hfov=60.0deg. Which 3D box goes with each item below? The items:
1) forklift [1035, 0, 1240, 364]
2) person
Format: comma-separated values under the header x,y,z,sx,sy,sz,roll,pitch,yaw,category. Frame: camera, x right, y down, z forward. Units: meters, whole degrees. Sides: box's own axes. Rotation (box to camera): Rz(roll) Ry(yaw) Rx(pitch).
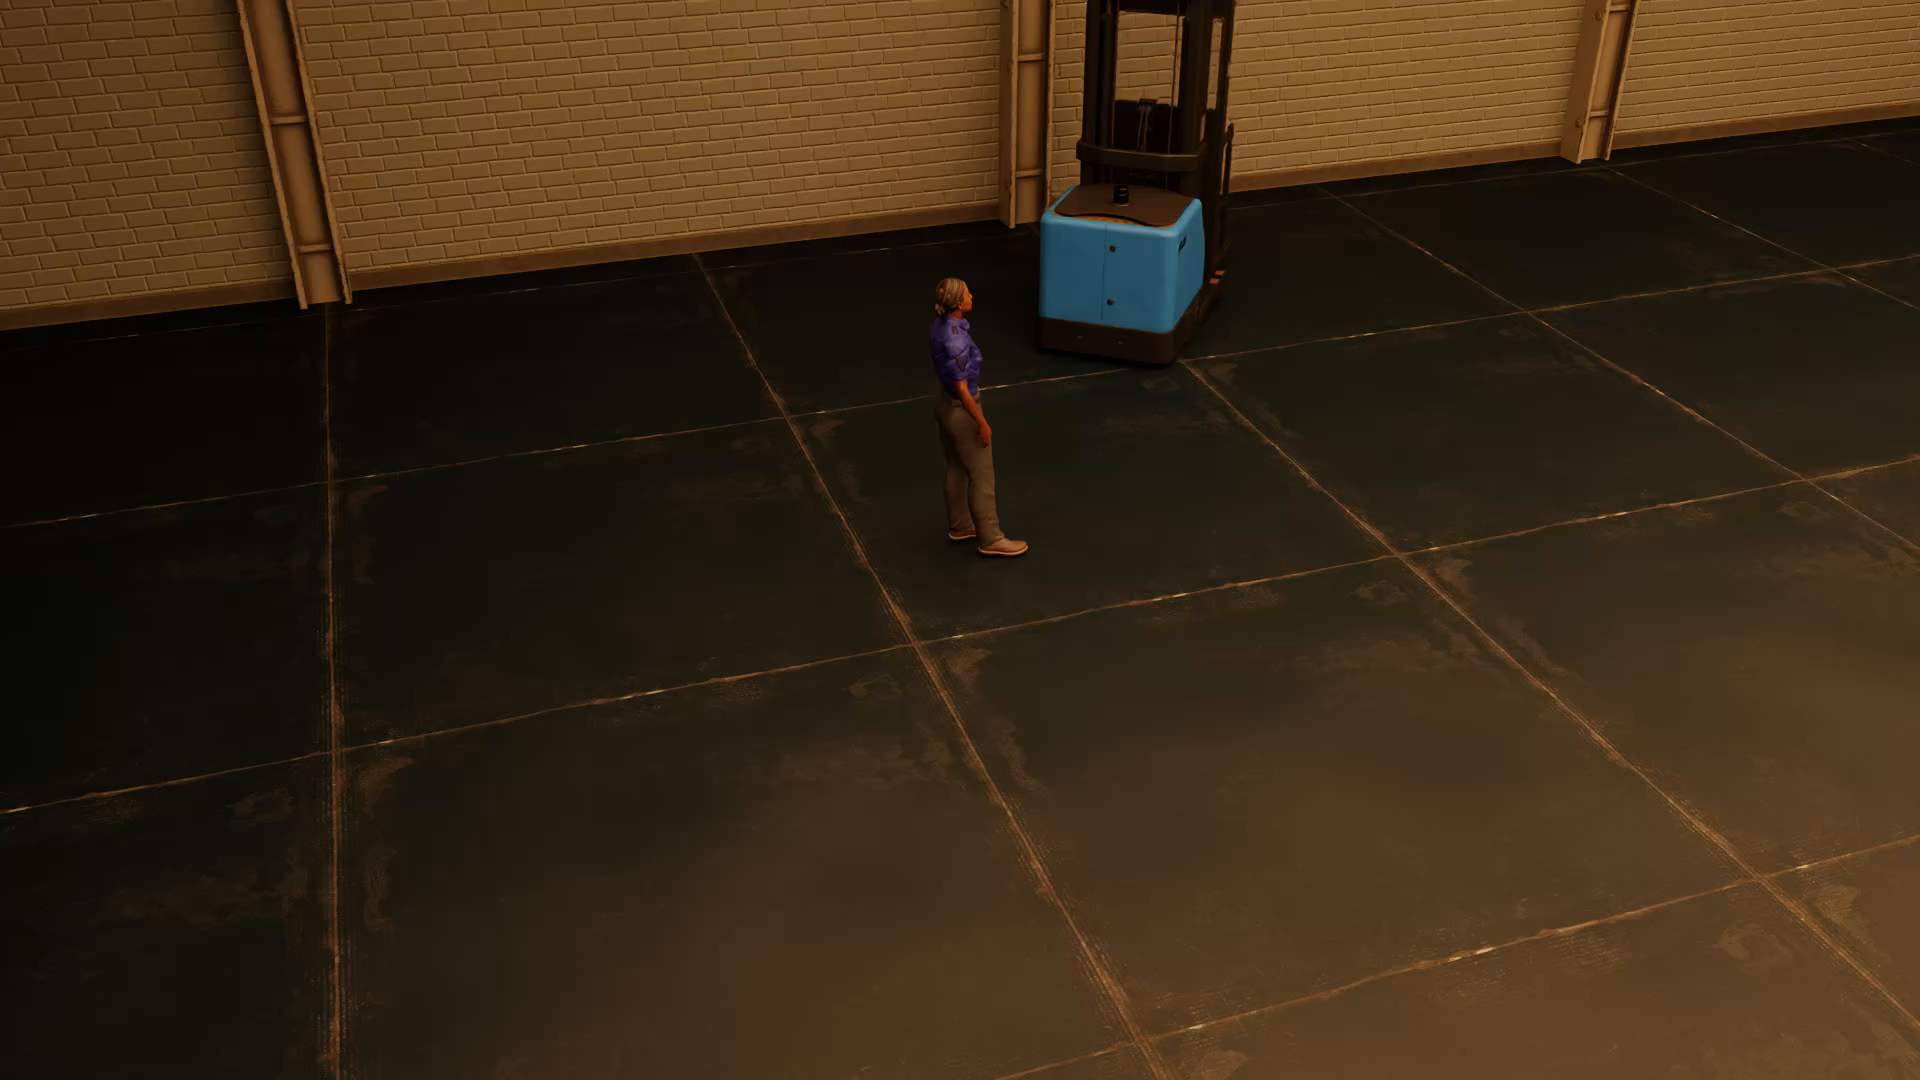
x,y,z,sx,sy,sz,roll,pitch,yaw,category
1.549,-3.272,12.774,1.130,2.935,3.031,10,31,17,forklift
0.089,-0.727,9.618,0.504,1.654,0.570,-10,31,-16,person
